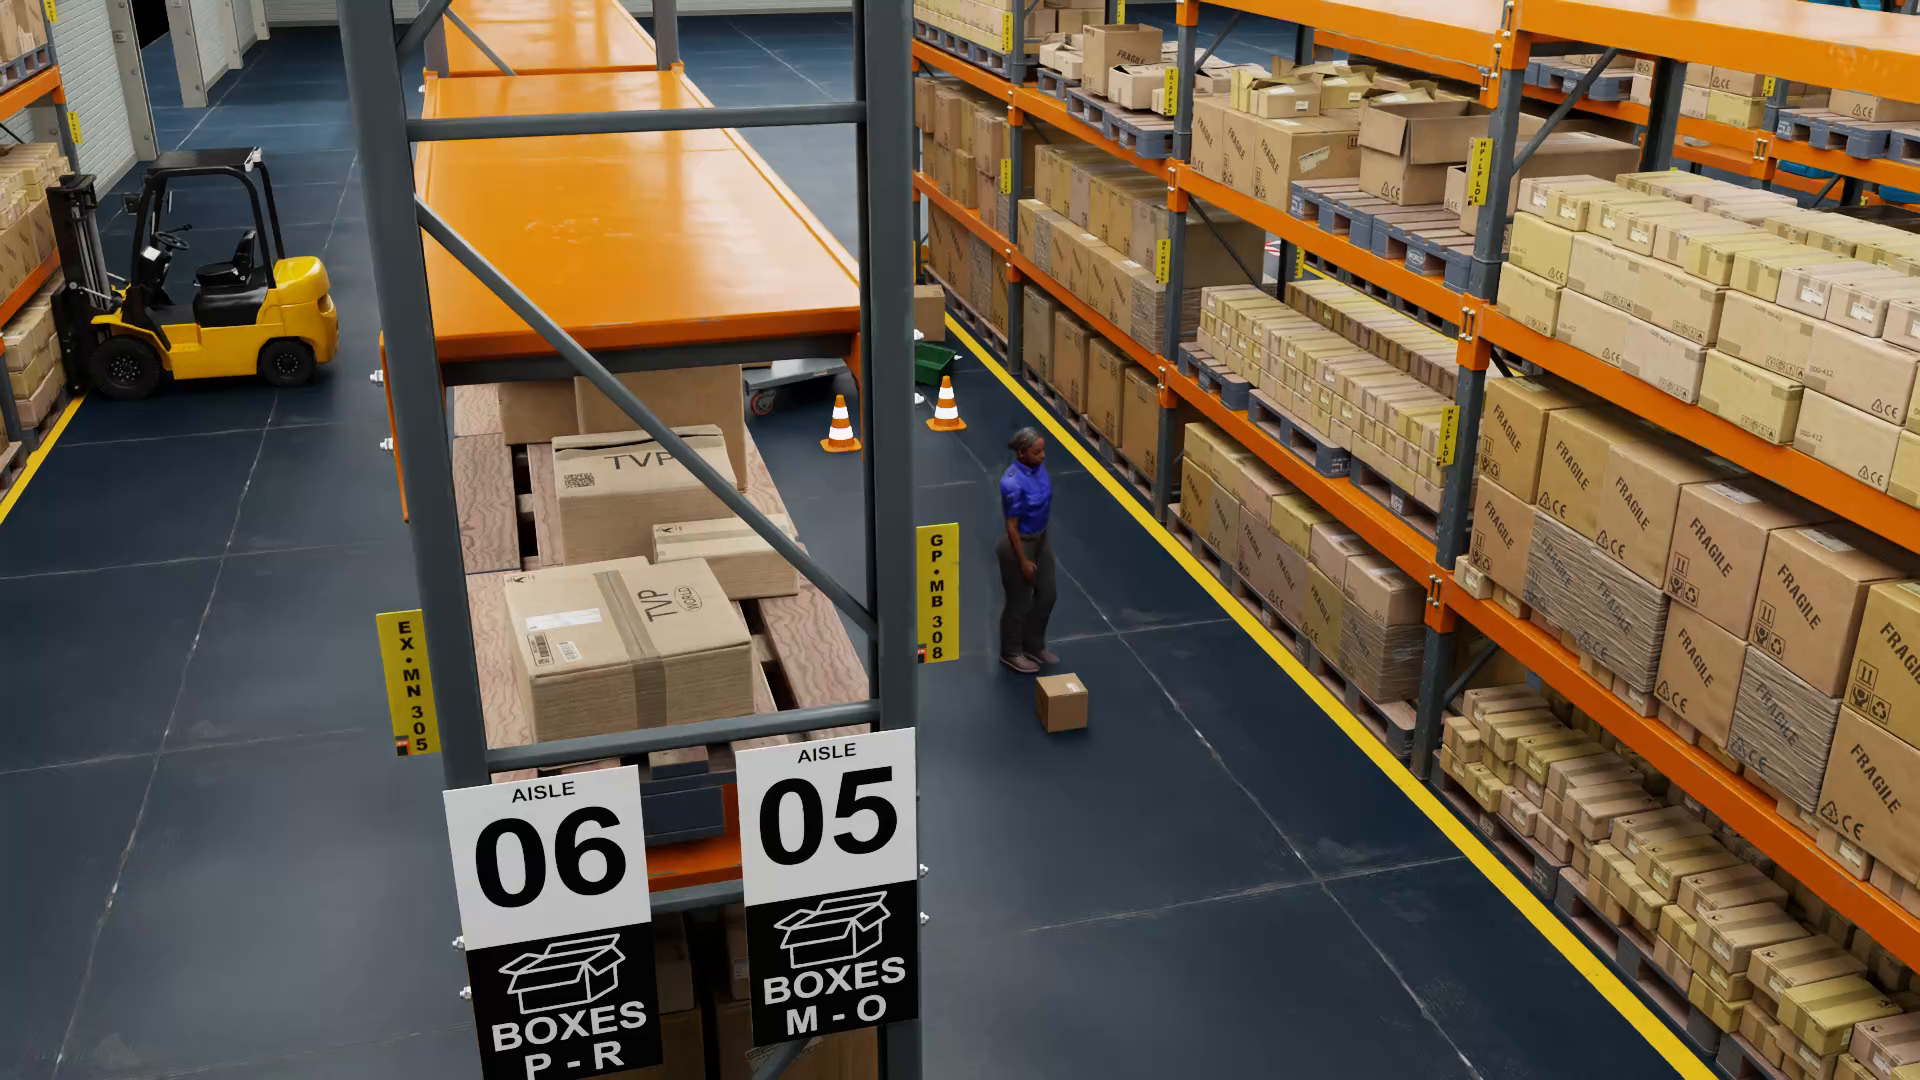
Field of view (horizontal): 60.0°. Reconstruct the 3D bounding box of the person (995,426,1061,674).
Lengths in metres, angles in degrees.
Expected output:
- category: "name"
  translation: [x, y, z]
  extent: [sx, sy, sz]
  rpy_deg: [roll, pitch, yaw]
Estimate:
- category: "person"
  translation: [0.420, 0.080, 10.483]
  extent: [0.331, 1.710, 0.483]
  rpy_deg: [14, 27, 29]
